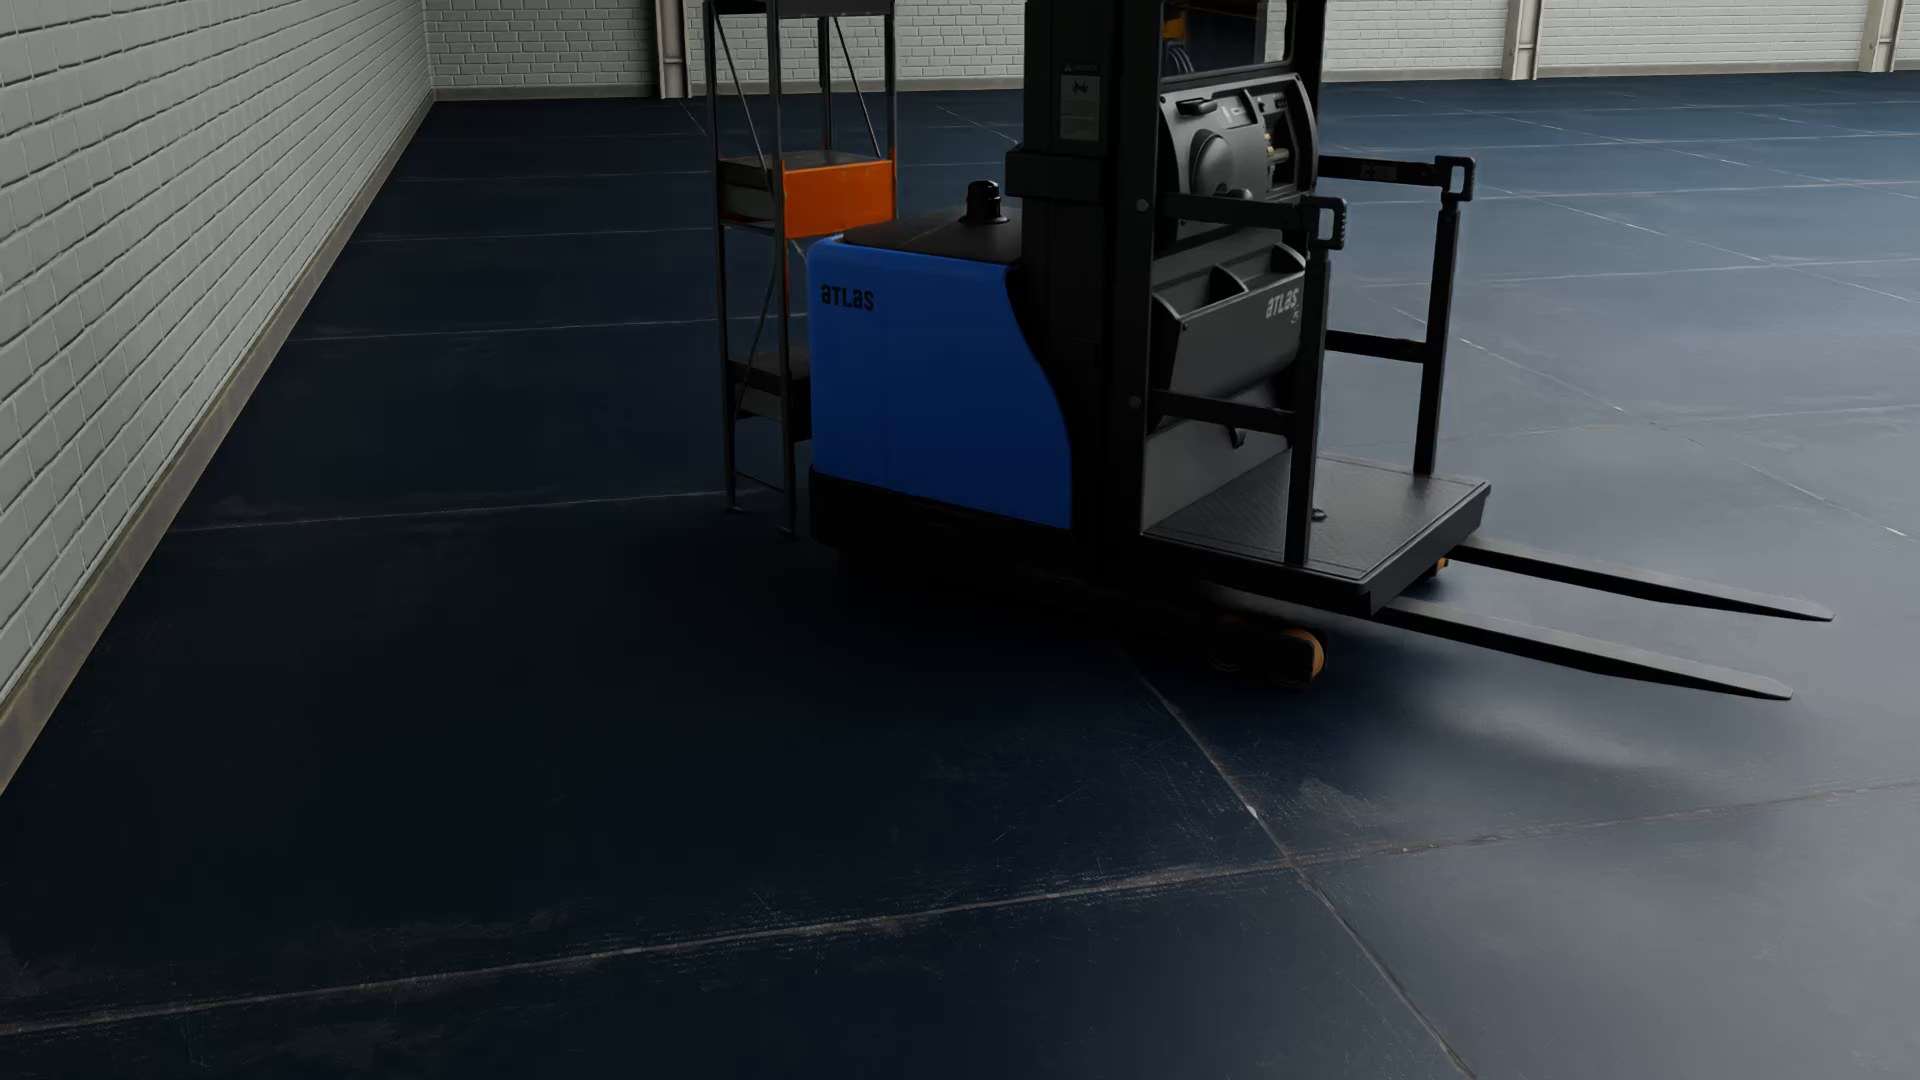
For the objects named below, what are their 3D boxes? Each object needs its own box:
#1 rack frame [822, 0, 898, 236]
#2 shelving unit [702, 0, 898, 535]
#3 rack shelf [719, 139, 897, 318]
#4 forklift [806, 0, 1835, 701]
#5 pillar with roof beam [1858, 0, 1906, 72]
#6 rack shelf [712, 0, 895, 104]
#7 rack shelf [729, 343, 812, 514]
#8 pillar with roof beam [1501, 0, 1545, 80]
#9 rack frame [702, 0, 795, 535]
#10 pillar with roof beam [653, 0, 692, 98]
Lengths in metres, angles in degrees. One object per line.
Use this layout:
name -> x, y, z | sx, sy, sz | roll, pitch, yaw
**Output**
rack frame -> -0.356, -1.166, 5.946 | 0.015, 2.100, 0.400 | -17, 26, -39
shelving unit -> -0.538, -1.111, 5.794 | 0.503, 2.100, 0.431 | -17, 26, -39
rack shelf -> -0.538, -1.098, 5.798 | 0.480, 0.518, 0.431 | -17, 26, -39
forklift -> 0.993, -1.167, 4.738 | 3.031, 2.935, 1.130 | 13, 24, 32
pillar with roof beam -> 14.860, -9.891, 19.733 | 0.400, 9.000, 9.100 | -5, 21, -12
rack shelf -> -0.537, -1.755, 5.558 | 0.480, 0.518, 0.431 | -17, 26, -39
rack shelf -> -0.538, -0.441, 6.039 | 0.480, 0.518, 0.431 | -17, 26, -39
pillar with roof beam -> 9.021, -9.416, 18.437 | 0.400, 9.000, 9.100 | -5, 21, -12
rack frame -> -0.720, -1.055, 5.641 | 0.015, 2.100, 0.400 | -17, 26, -39
pillar with roof beam -> -2.657, -8.466, 15.844 | 0.400, 9.000, 9.100 | -5, 21, -12
